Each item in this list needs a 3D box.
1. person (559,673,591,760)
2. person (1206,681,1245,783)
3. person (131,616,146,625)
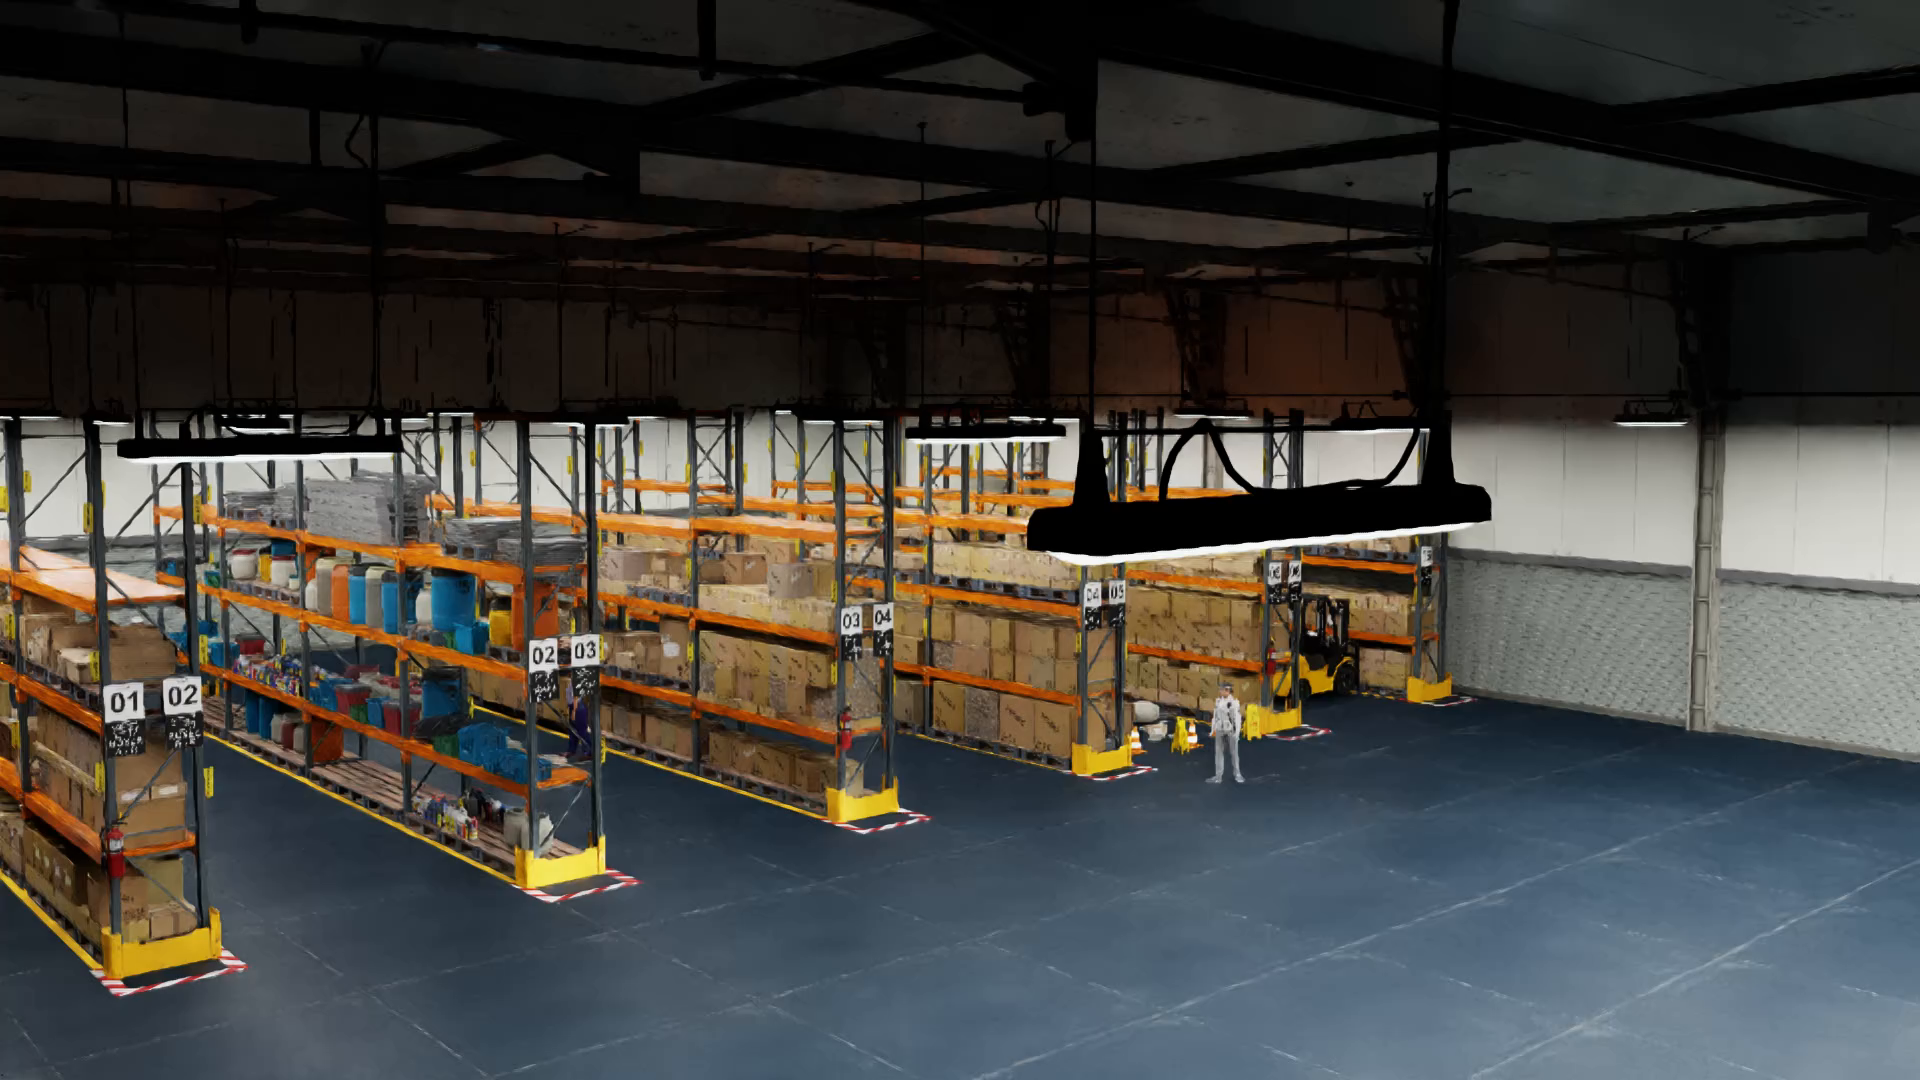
[{"bbox_3d":[-6.688,2.971,28.880,0.562,1.628,0.612,-1,5,-16],"label":"person"},{"bbox_3d":[4.348,3.121,27.078,0.577,1.669,0.504,4,6,37],"label":"person"},{"bbox_3d":[-16.857,2.432,34.135,0.542,1.778,0.723,-1,5,-6],"label":"person"}]
